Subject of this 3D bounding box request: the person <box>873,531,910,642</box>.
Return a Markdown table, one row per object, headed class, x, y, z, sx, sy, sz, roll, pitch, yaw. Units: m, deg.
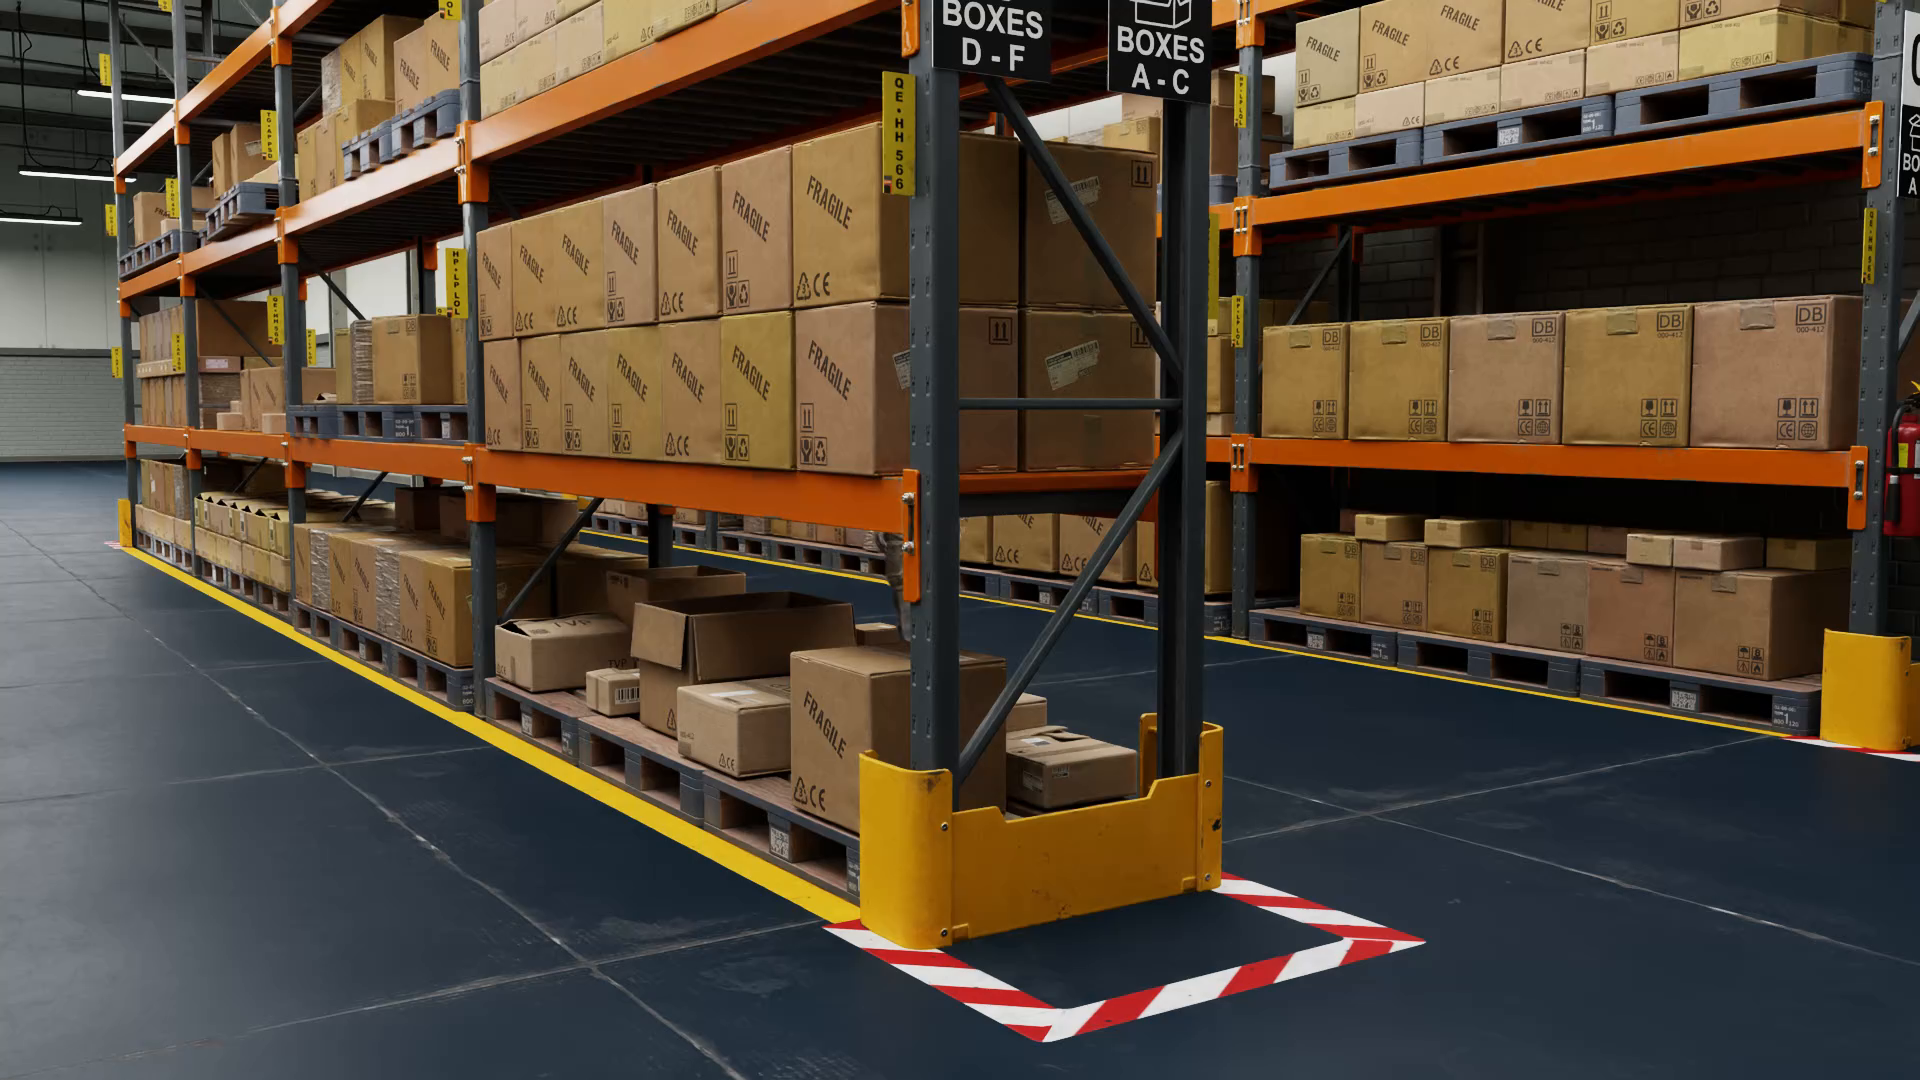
| class | x | y | z | sx | sy | sz | roll | pitch | yaw |
| --- | --- | --- | --- | --- | --- | --- | --- | --- | --- |
| person | -0.246 | -0.111 | 9.058 | 0.545 | 1.789 | 0.424 | -3 | 5 | -32 |
